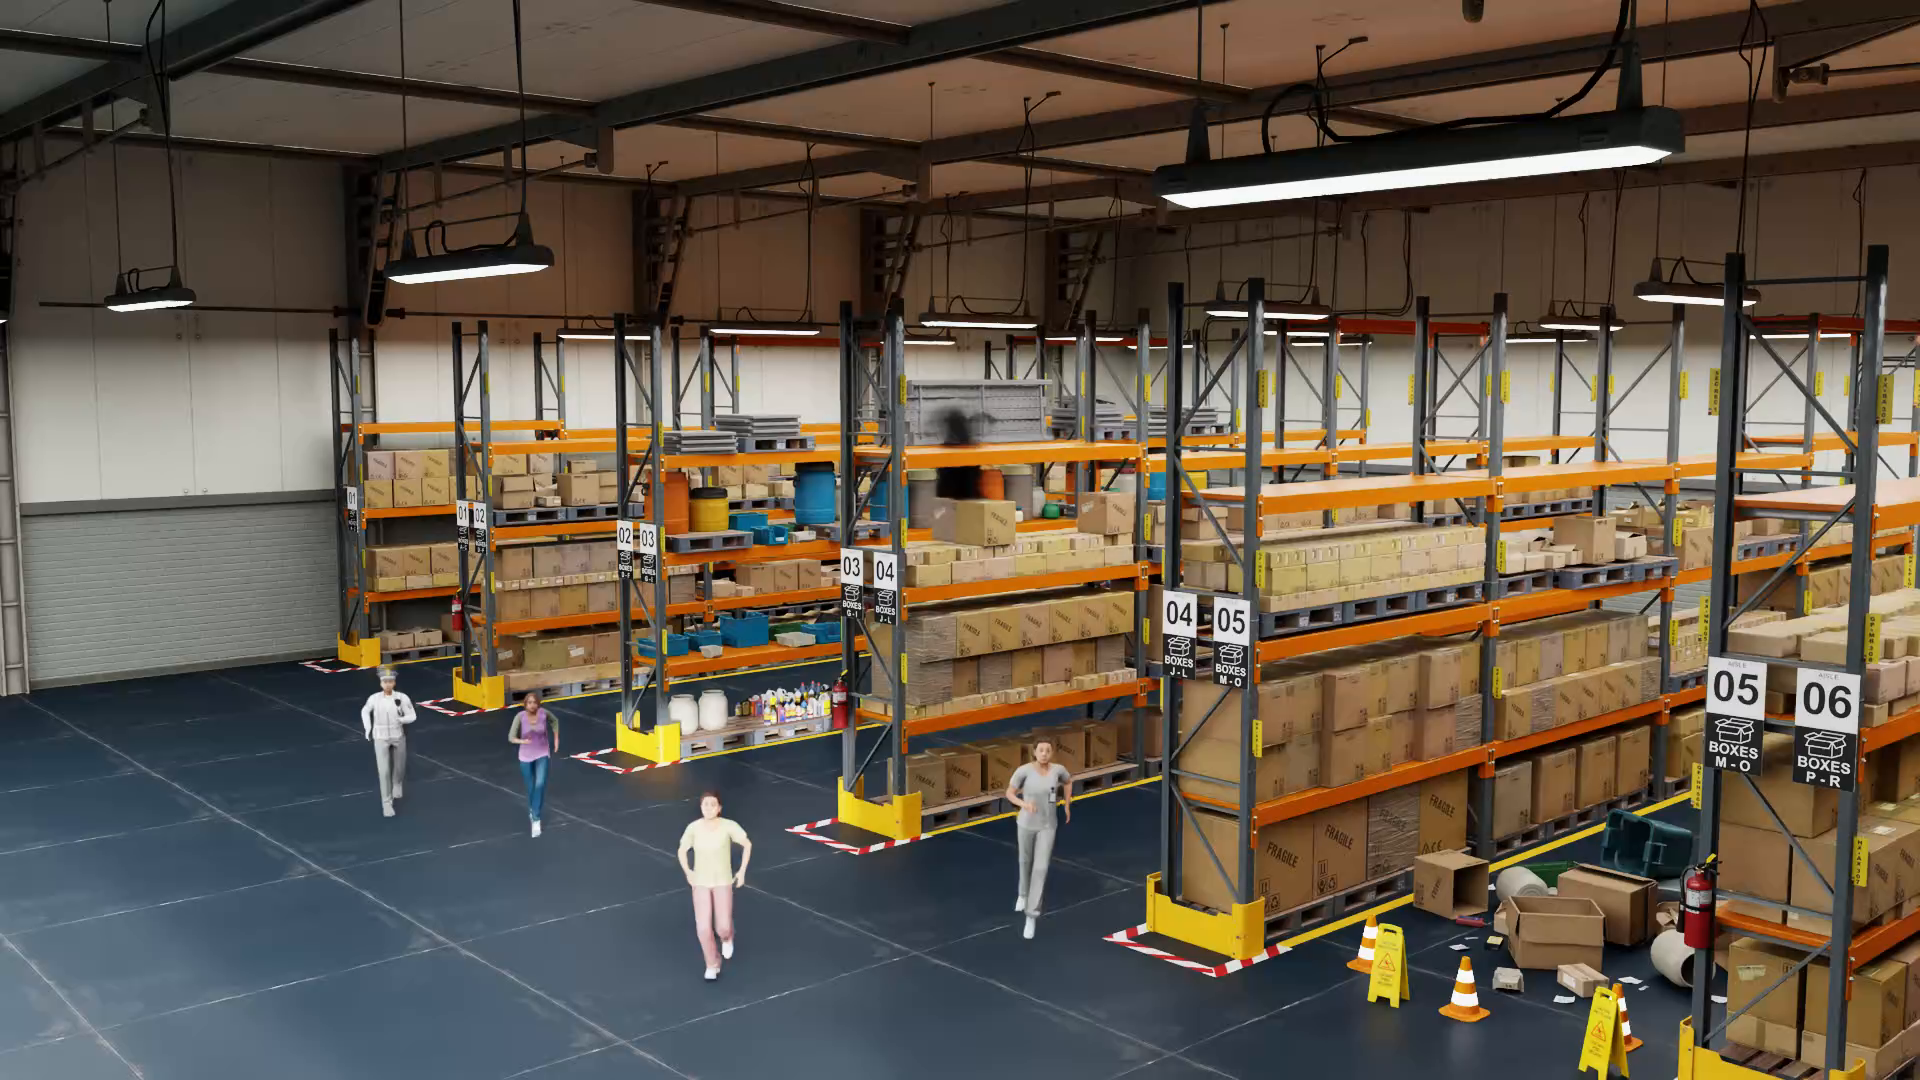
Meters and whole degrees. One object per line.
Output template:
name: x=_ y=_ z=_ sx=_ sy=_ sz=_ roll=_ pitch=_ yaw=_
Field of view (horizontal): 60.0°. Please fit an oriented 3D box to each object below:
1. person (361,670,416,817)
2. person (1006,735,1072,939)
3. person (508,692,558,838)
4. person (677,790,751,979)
person: x=-6.765 y=2.357 z=19.724 sx=0.614 sy=1.674 sz=0.938 roll=-2 pitch=6 yaw=-21
person: x=0.709 y=2.588 z=14.830 sx=0.606 sy=1.719 sz=0.843 roll=0 pitch=6 yaw=0
person: x=-4.854 y=2.507 z=18.951 sx=0.560 sy=1.627 sz=0.804 roll=-2 pitch=6 yaw=-16
person: x=-2.115 y=2.942 z=14.309 sx=0.625 sy=1.624 sz=0.577 roll=0 pitch=6 yaw=-1
